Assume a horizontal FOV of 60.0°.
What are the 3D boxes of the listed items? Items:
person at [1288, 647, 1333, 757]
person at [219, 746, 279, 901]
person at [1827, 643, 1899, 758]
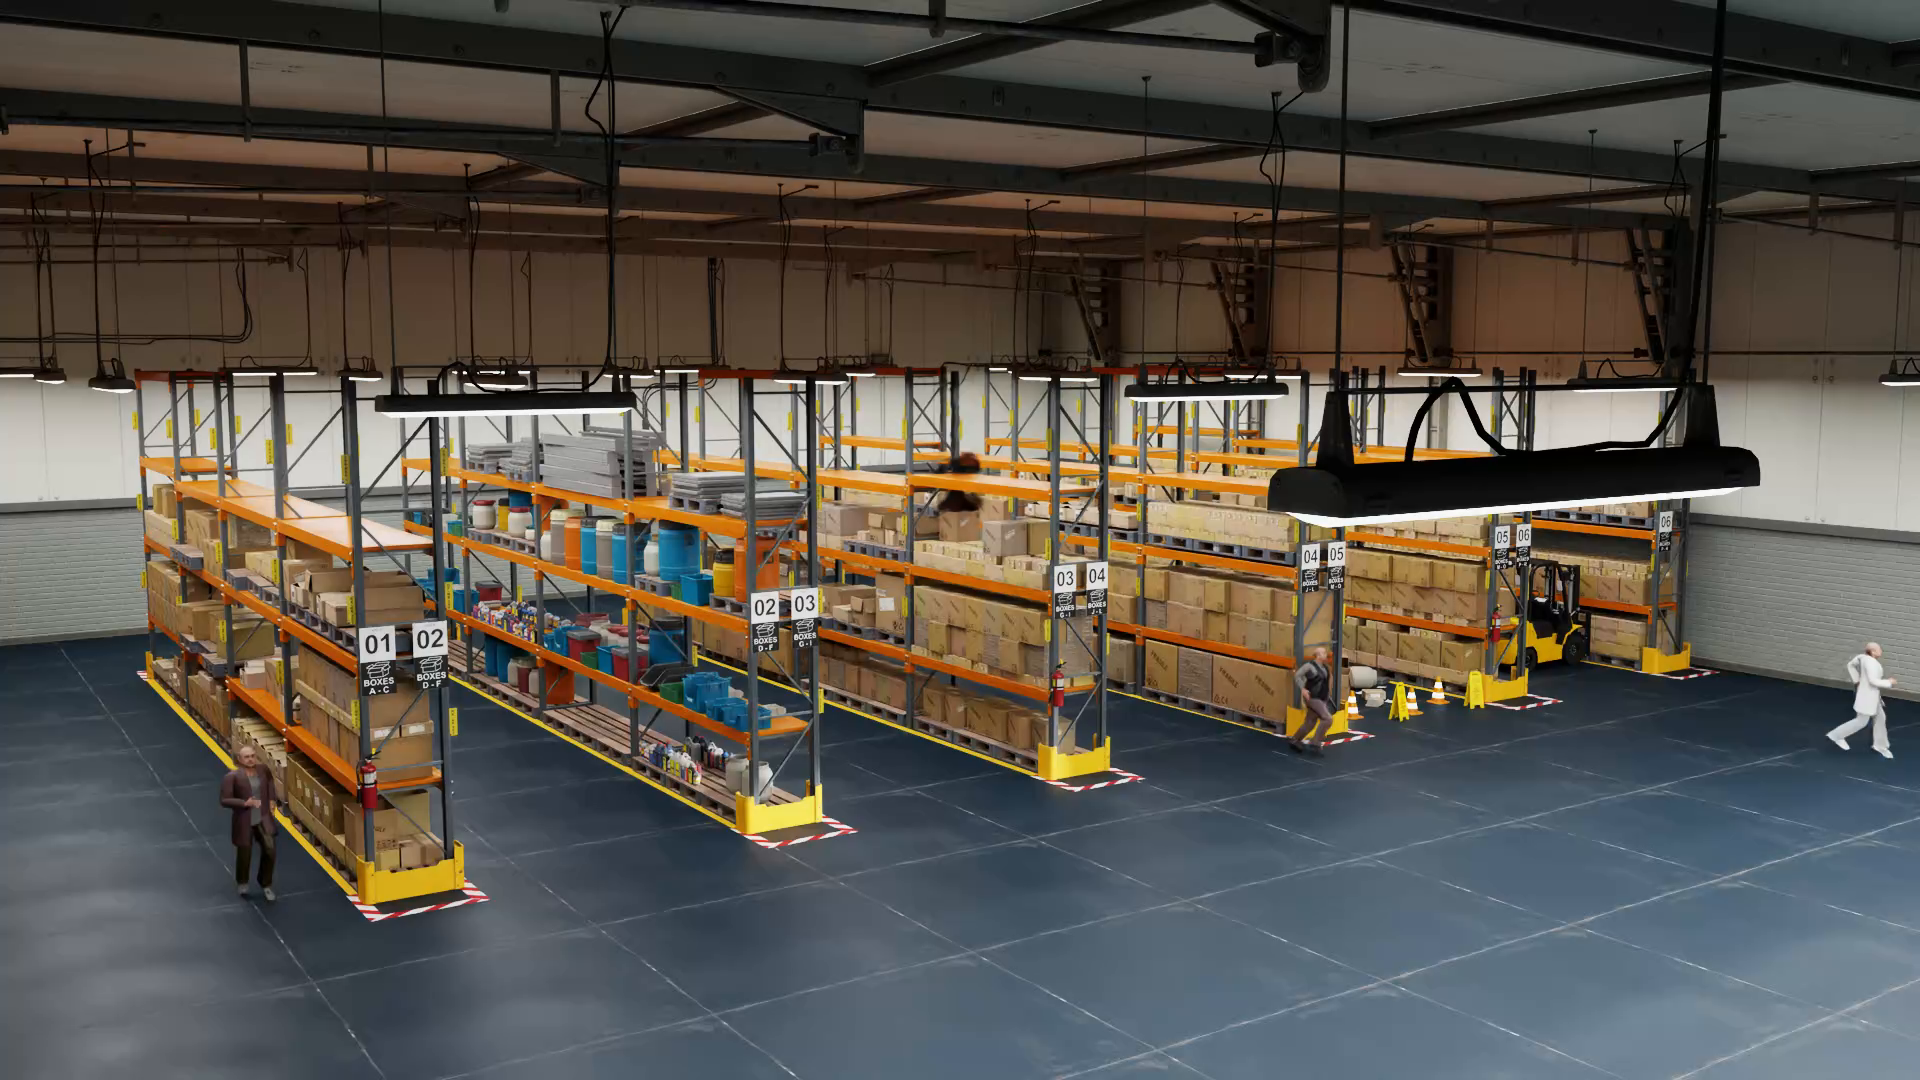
[{"bbox_3d":[5.595,2.525,26.287,0.746,1.664,0.716,4,8,33],"label":"person"},{"bbox_3d":[-8.197,3.287,19.217,0.698,1.836,0.829,-6,9,-41],"label":"person"},{"bbox_3d":[14.218,2.520,26.152,0.971,1.853,0.738,3,7,22],"label":"person"}]
